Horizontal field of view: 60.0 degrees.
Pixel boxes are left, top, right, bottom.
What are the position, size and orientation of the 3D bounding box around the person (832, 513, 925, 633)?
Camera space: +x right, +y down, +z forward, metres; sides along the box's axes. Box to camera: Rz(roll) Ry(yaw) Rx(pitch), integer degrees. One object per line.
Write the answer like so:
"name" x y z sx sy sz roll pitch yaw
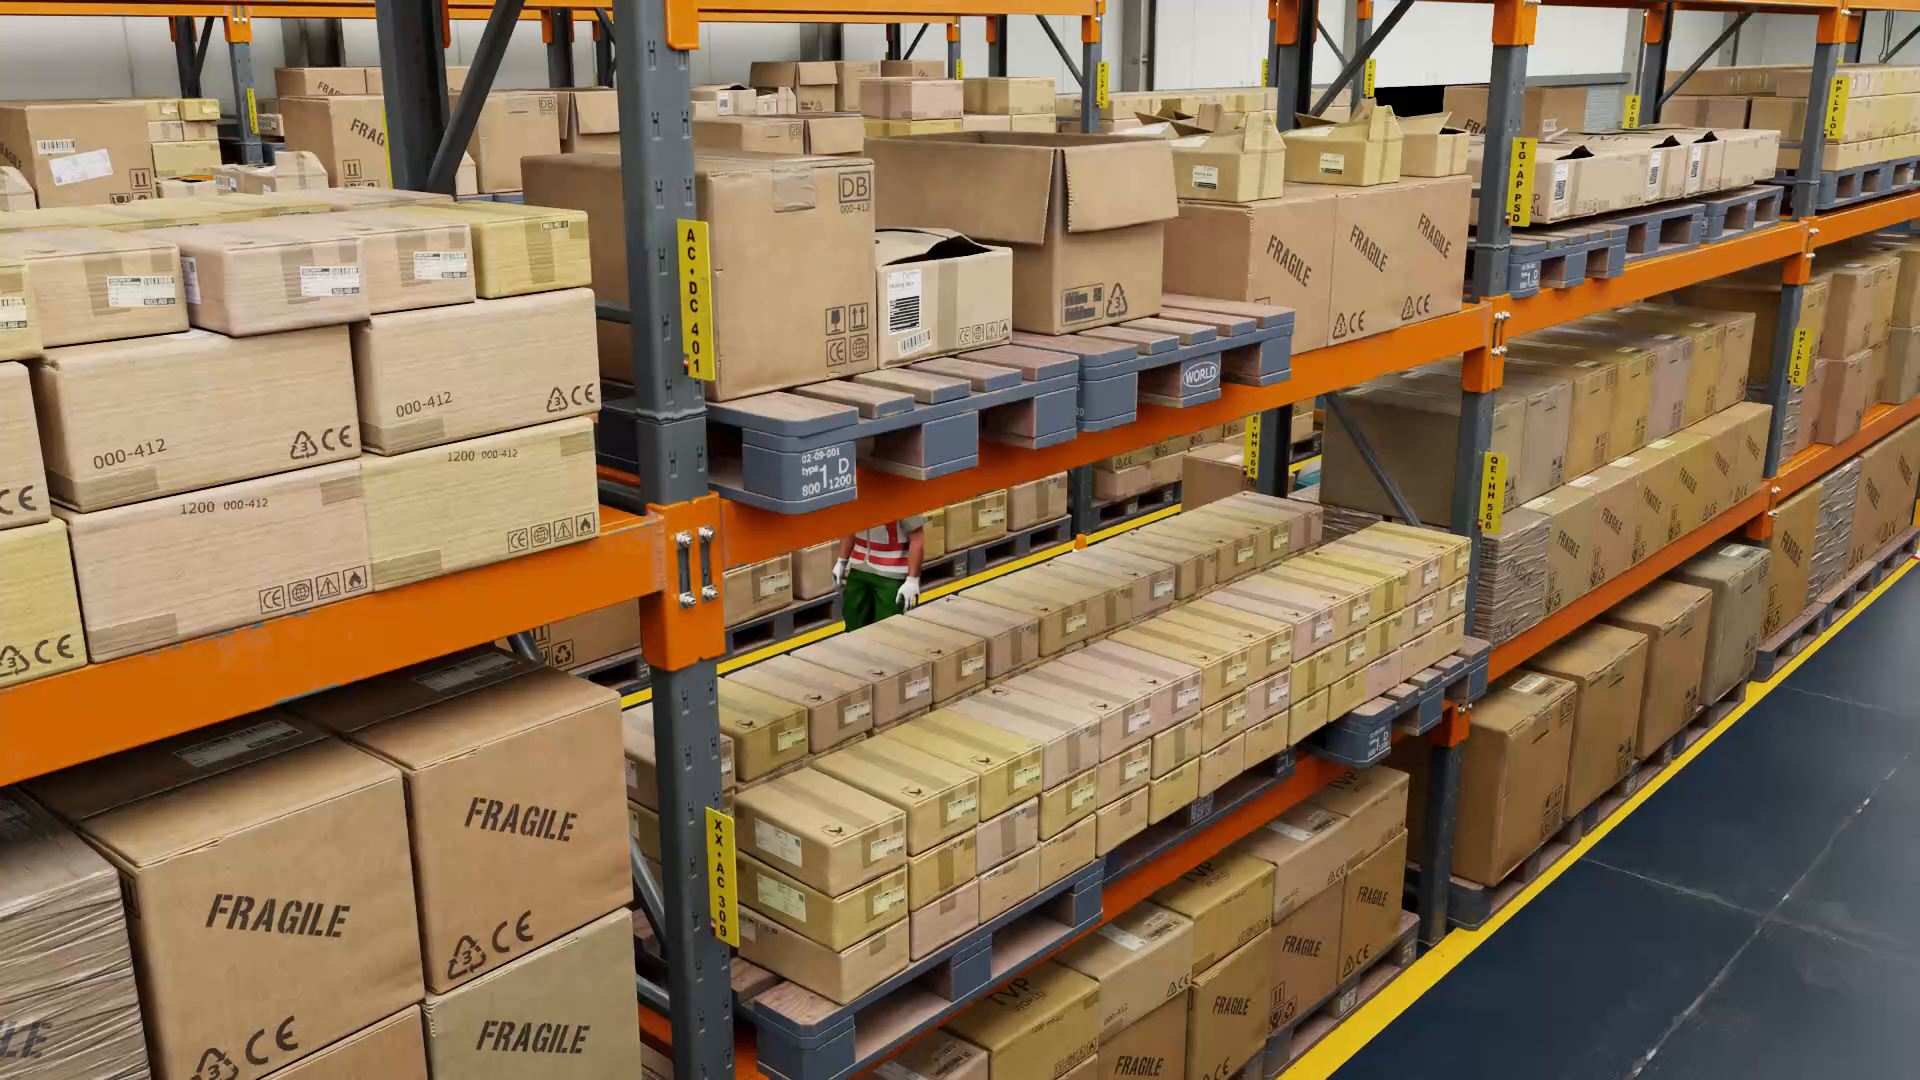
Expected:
"person" -0.471 0.206 9.335 0.610 1.777 0.452 13 21 37
